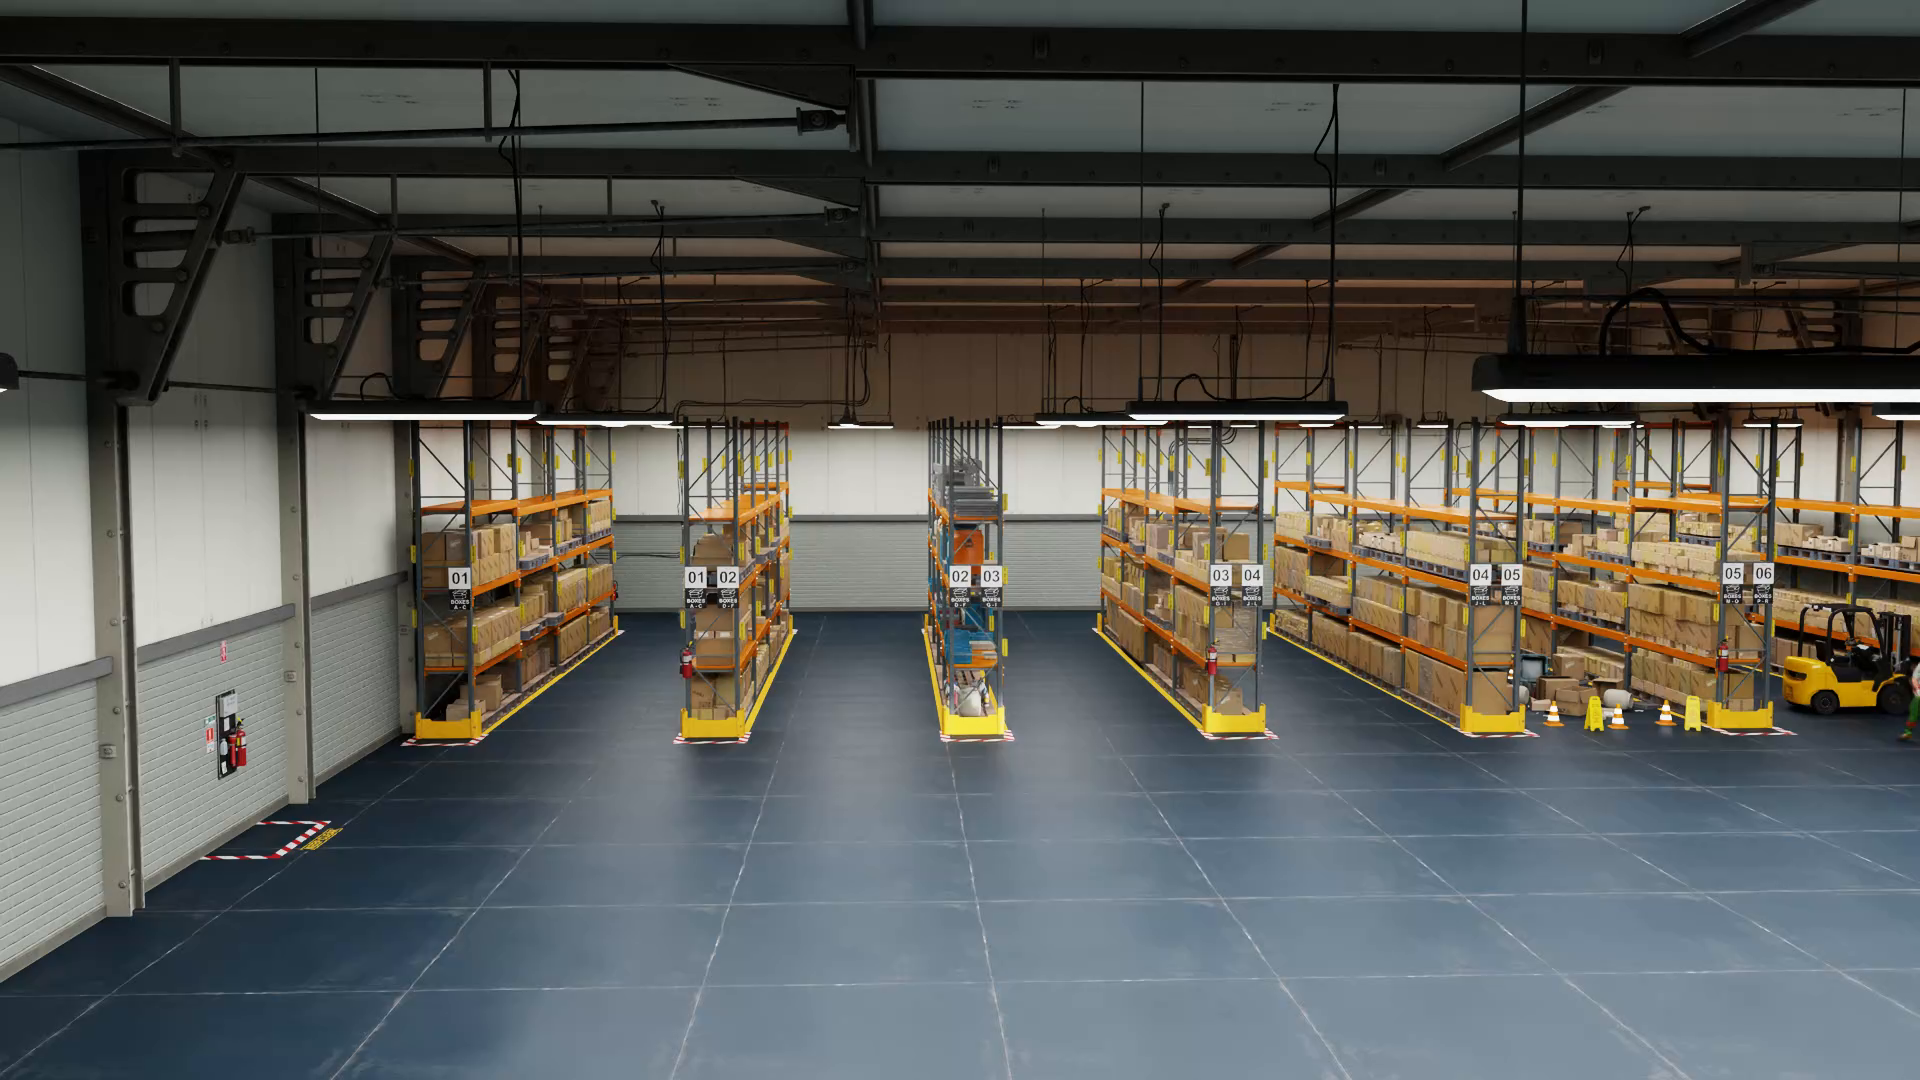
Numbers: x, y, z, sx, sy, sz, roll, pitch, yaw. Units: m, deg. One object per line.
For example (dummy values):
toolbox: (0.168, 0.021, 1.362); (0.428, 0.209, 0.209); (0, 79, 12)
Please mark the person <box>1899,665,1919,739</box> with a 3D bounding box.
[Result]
person: (17.653, 2.852, 30.345); (0.676, 1.725, 0.934); (0, 4, 6)
